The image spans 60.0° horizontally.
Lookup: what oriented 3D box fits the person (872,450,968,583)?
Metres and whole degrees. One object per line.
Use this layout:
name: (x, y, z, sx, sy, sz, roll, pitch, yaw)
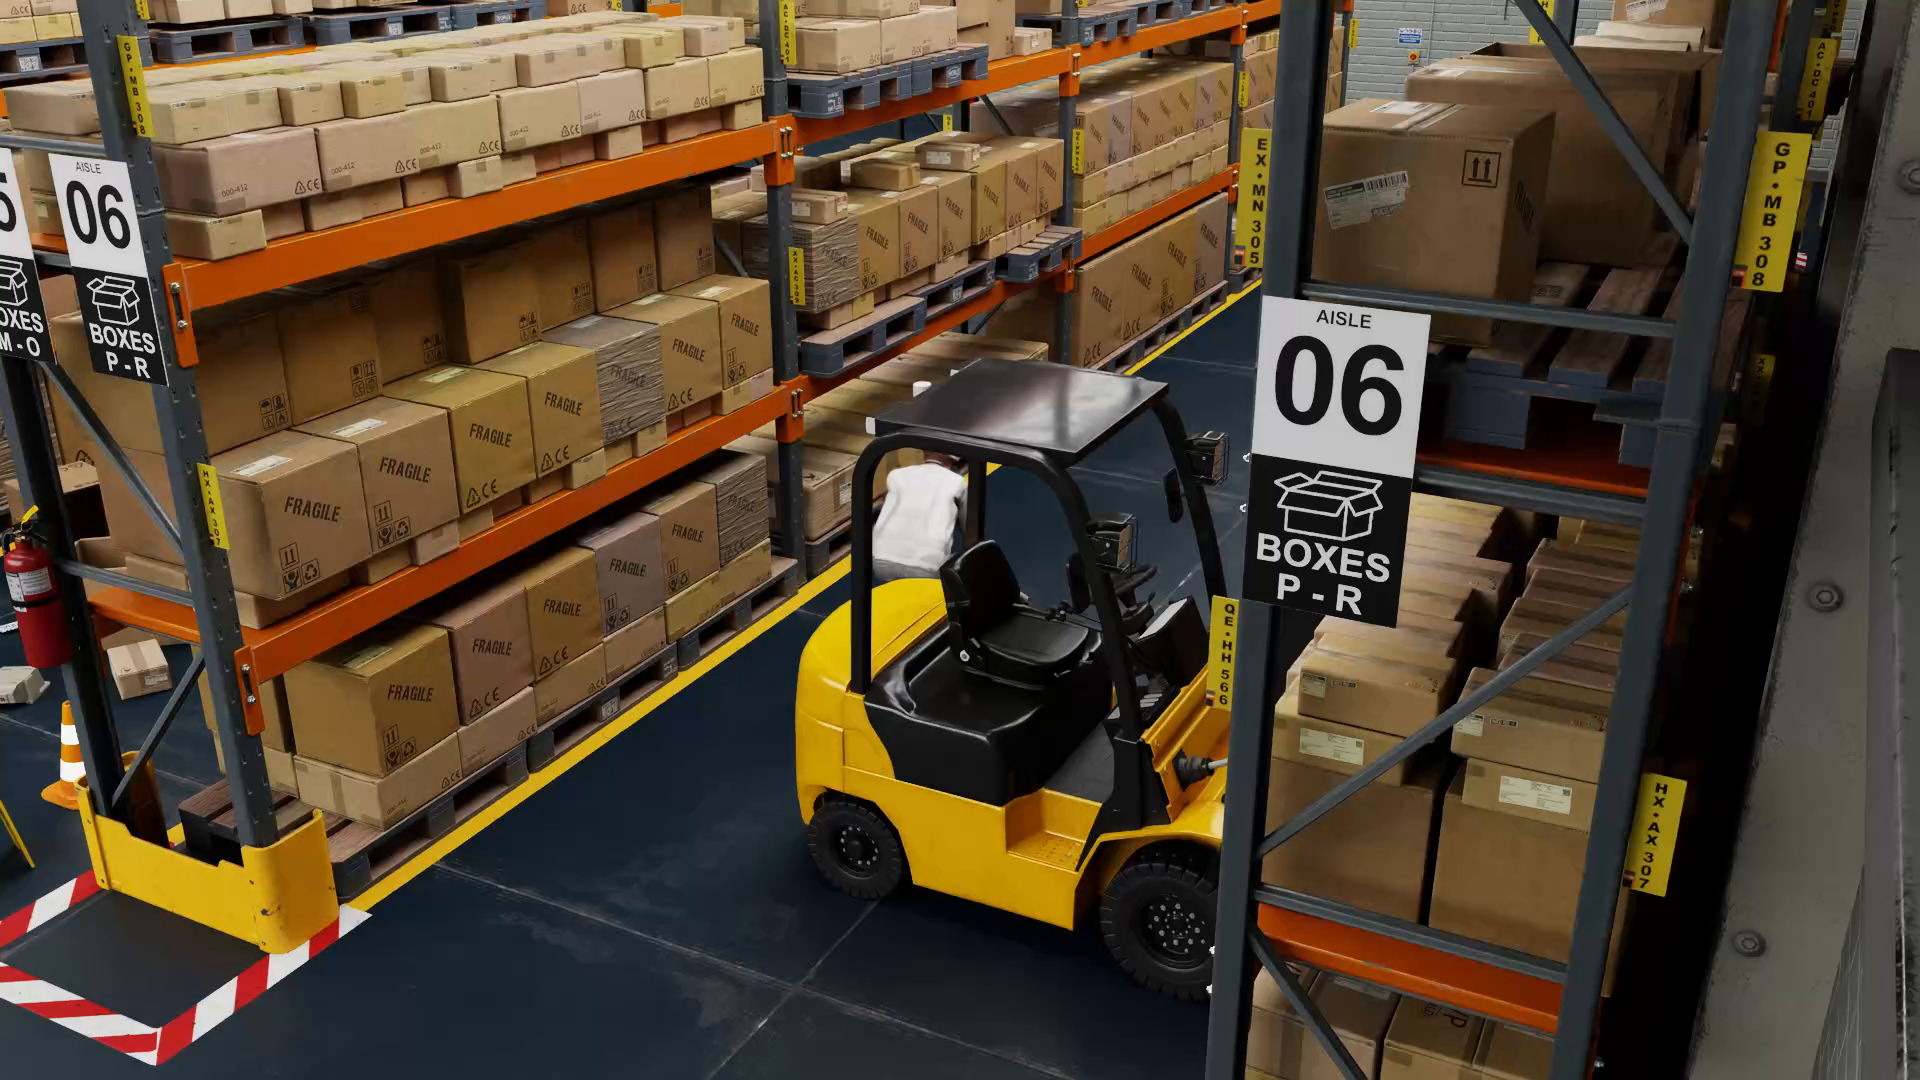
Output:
person: (-0.213, 0.035, 9.322, 0.560, 1.126, 0.875, 9, 24, 21)
